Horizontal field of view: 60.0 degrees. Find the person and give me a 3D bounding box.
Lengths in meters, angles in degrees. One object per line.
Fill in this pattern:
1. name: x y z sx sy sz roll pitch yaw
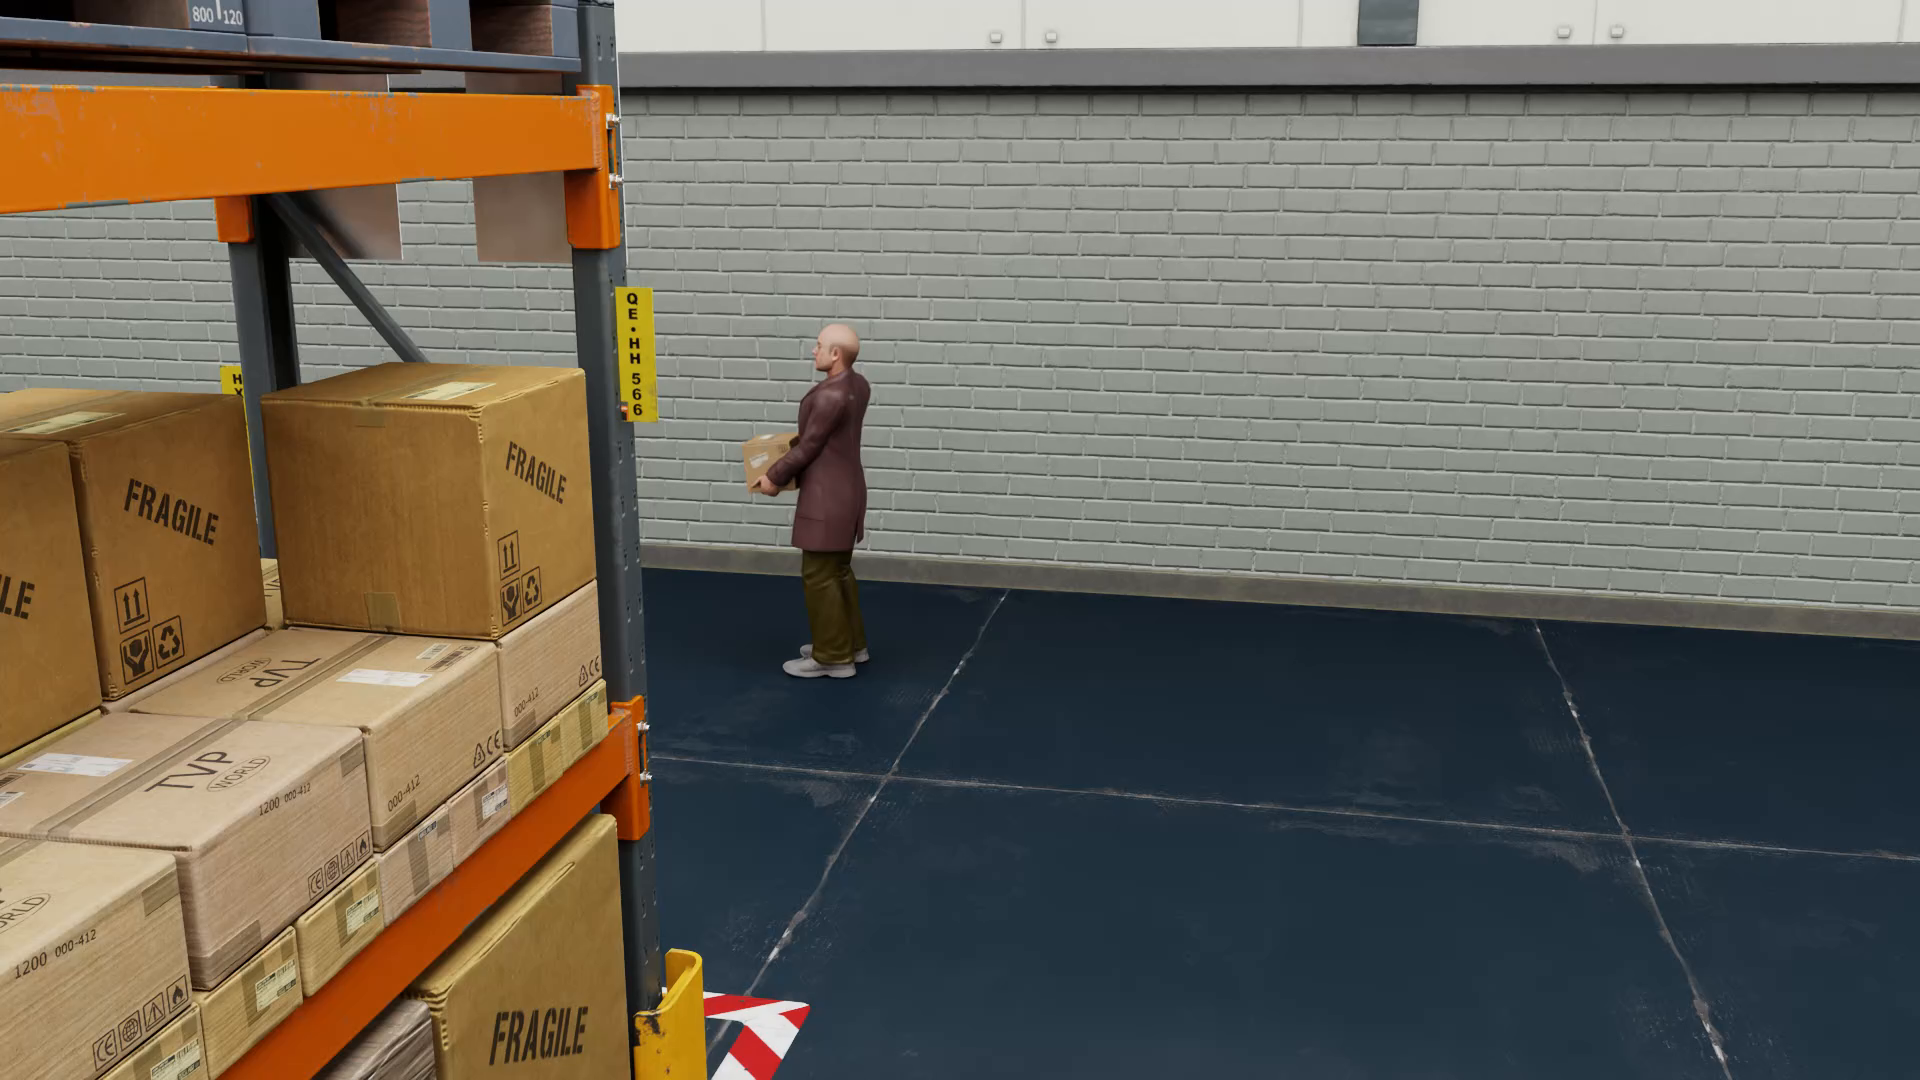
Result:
1. person: -0.739 -0.202 8.338 0.555 1.770 0.530 3 15 12
